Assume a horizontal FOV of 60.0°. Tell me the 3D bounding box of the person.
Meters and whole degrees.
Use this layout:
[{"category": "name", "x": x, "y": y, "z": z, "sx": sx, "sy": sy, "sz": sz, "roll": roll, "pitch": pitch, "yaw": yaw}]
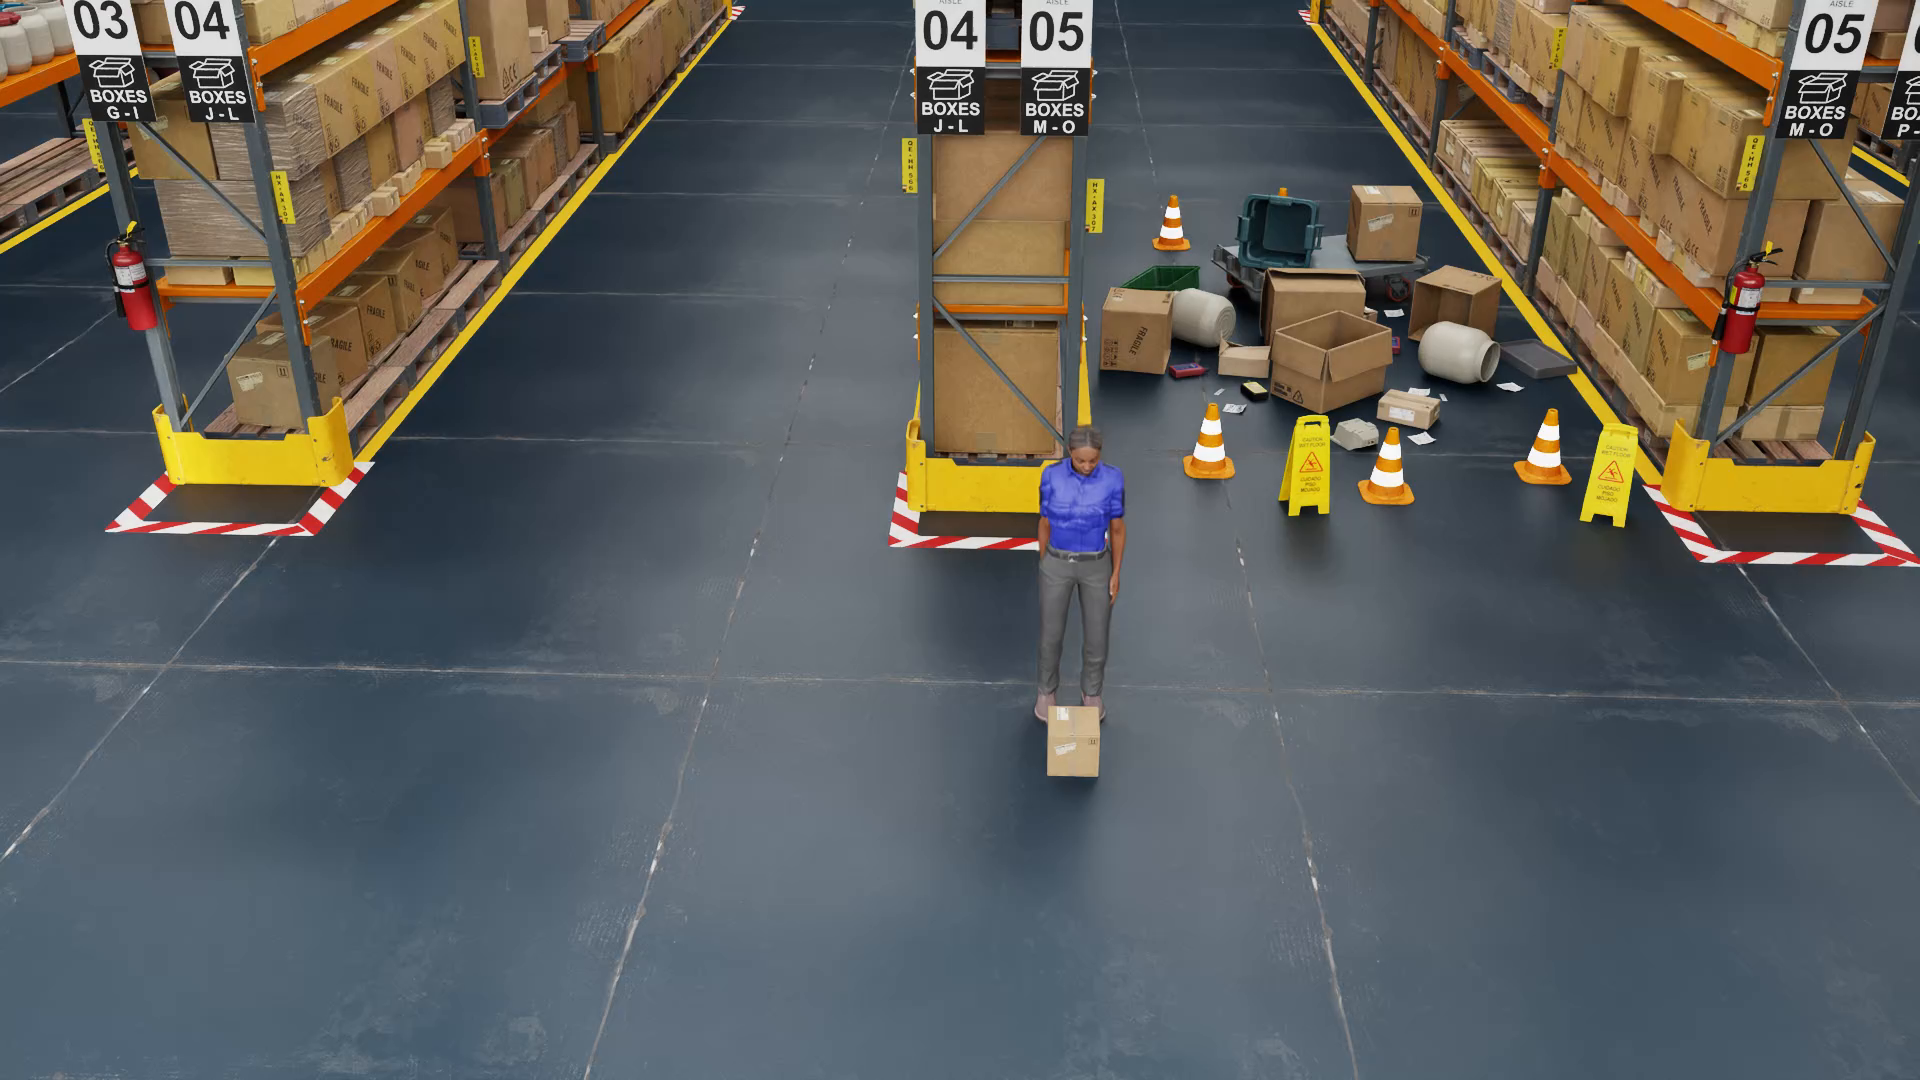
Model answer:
[{"category": "person", "x": 0.603, "y": 0.159, "z": 8.353, "sx": 0.441, "sy": 1.646, "sz": 0.309, "roll": 2, "pitch": 28, "yaw": 3}]
